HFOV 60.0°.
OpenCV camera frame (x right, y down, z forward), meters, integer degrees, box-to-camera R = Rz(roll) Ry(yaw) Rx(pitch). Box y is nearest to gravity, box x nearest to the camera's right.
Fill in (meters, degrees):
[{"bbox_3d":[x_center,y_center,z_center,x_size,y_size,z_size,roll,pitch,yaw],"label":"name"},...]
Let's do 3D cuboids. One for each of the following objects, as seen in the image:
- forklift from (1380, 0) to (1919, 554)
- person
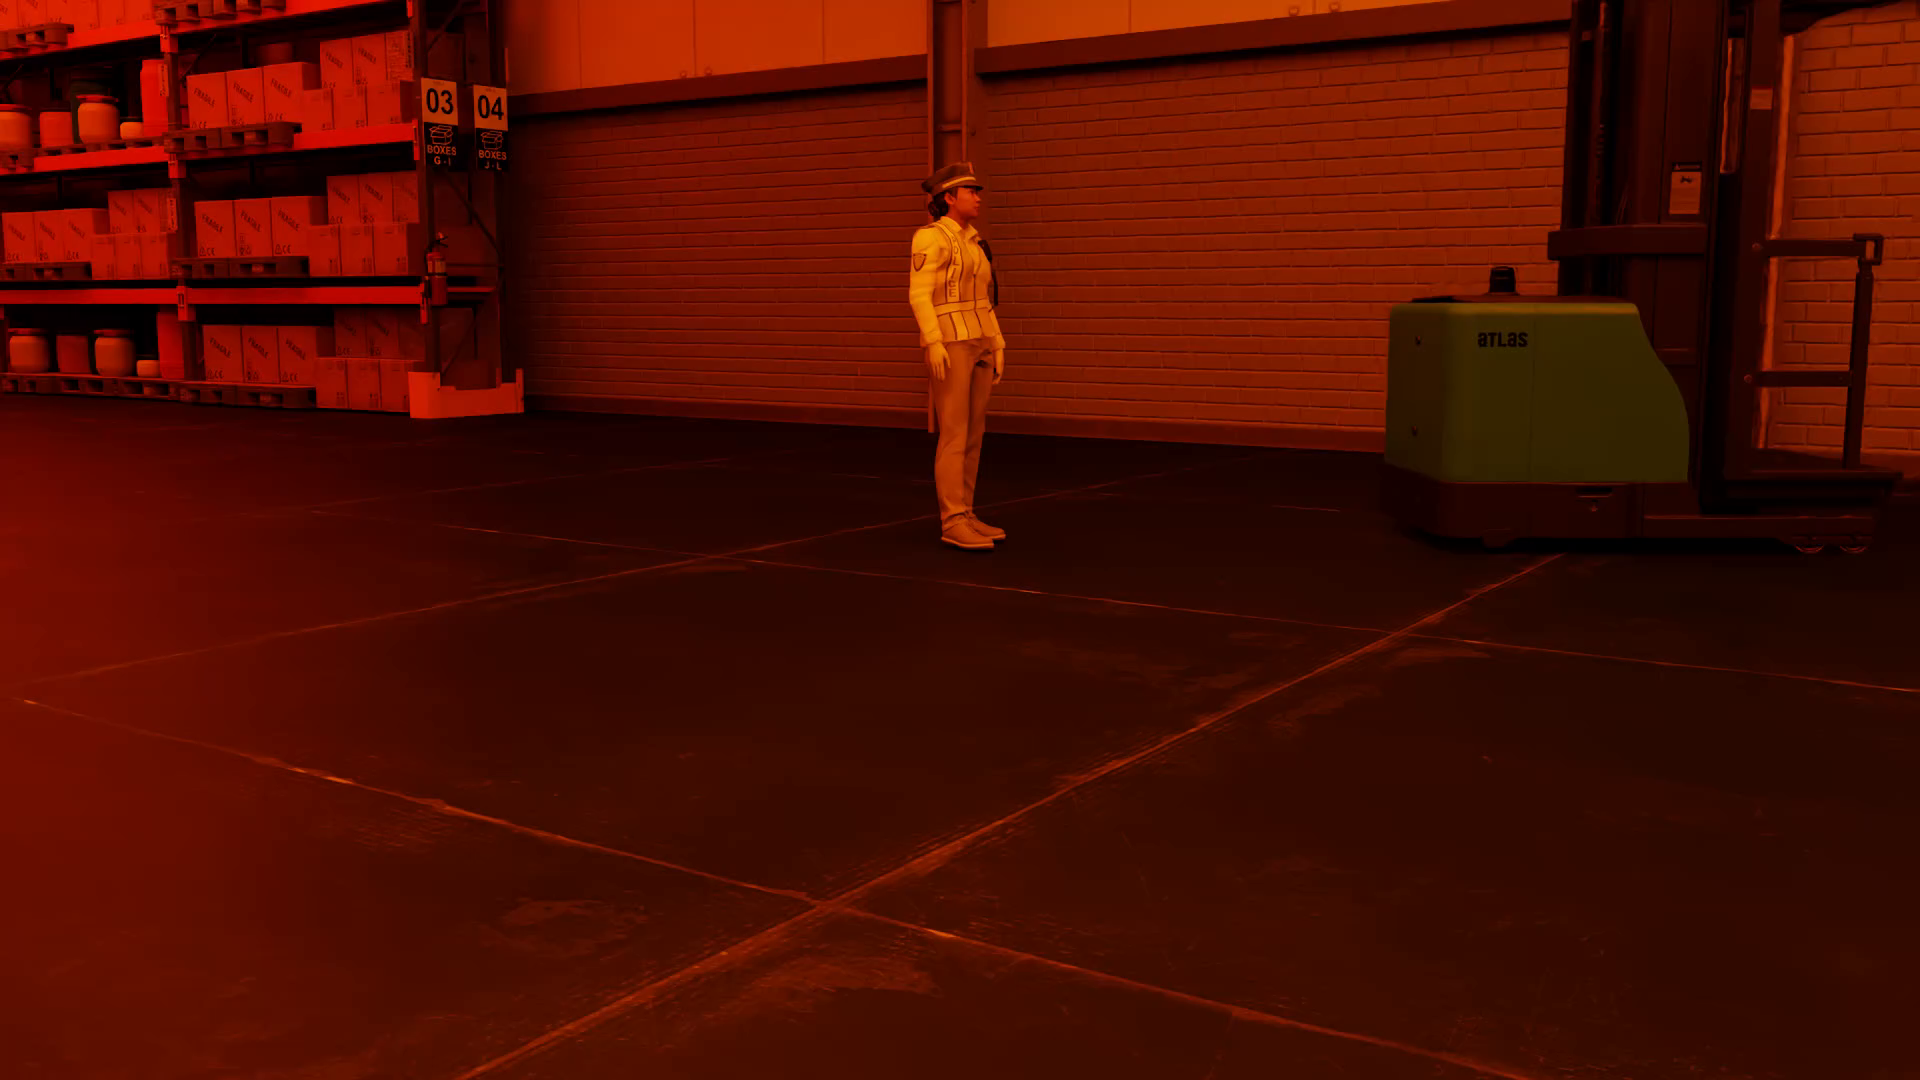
[{"bbox_3d":[3.569,-1.467,7.510,3.031,2.935,1.130,0,8,-2],"label":"forklift"},{"bbox_3d":[0.048,-0.839,7.433,0.531,1.695,0.570,5,10,34],"label":"person"}]
